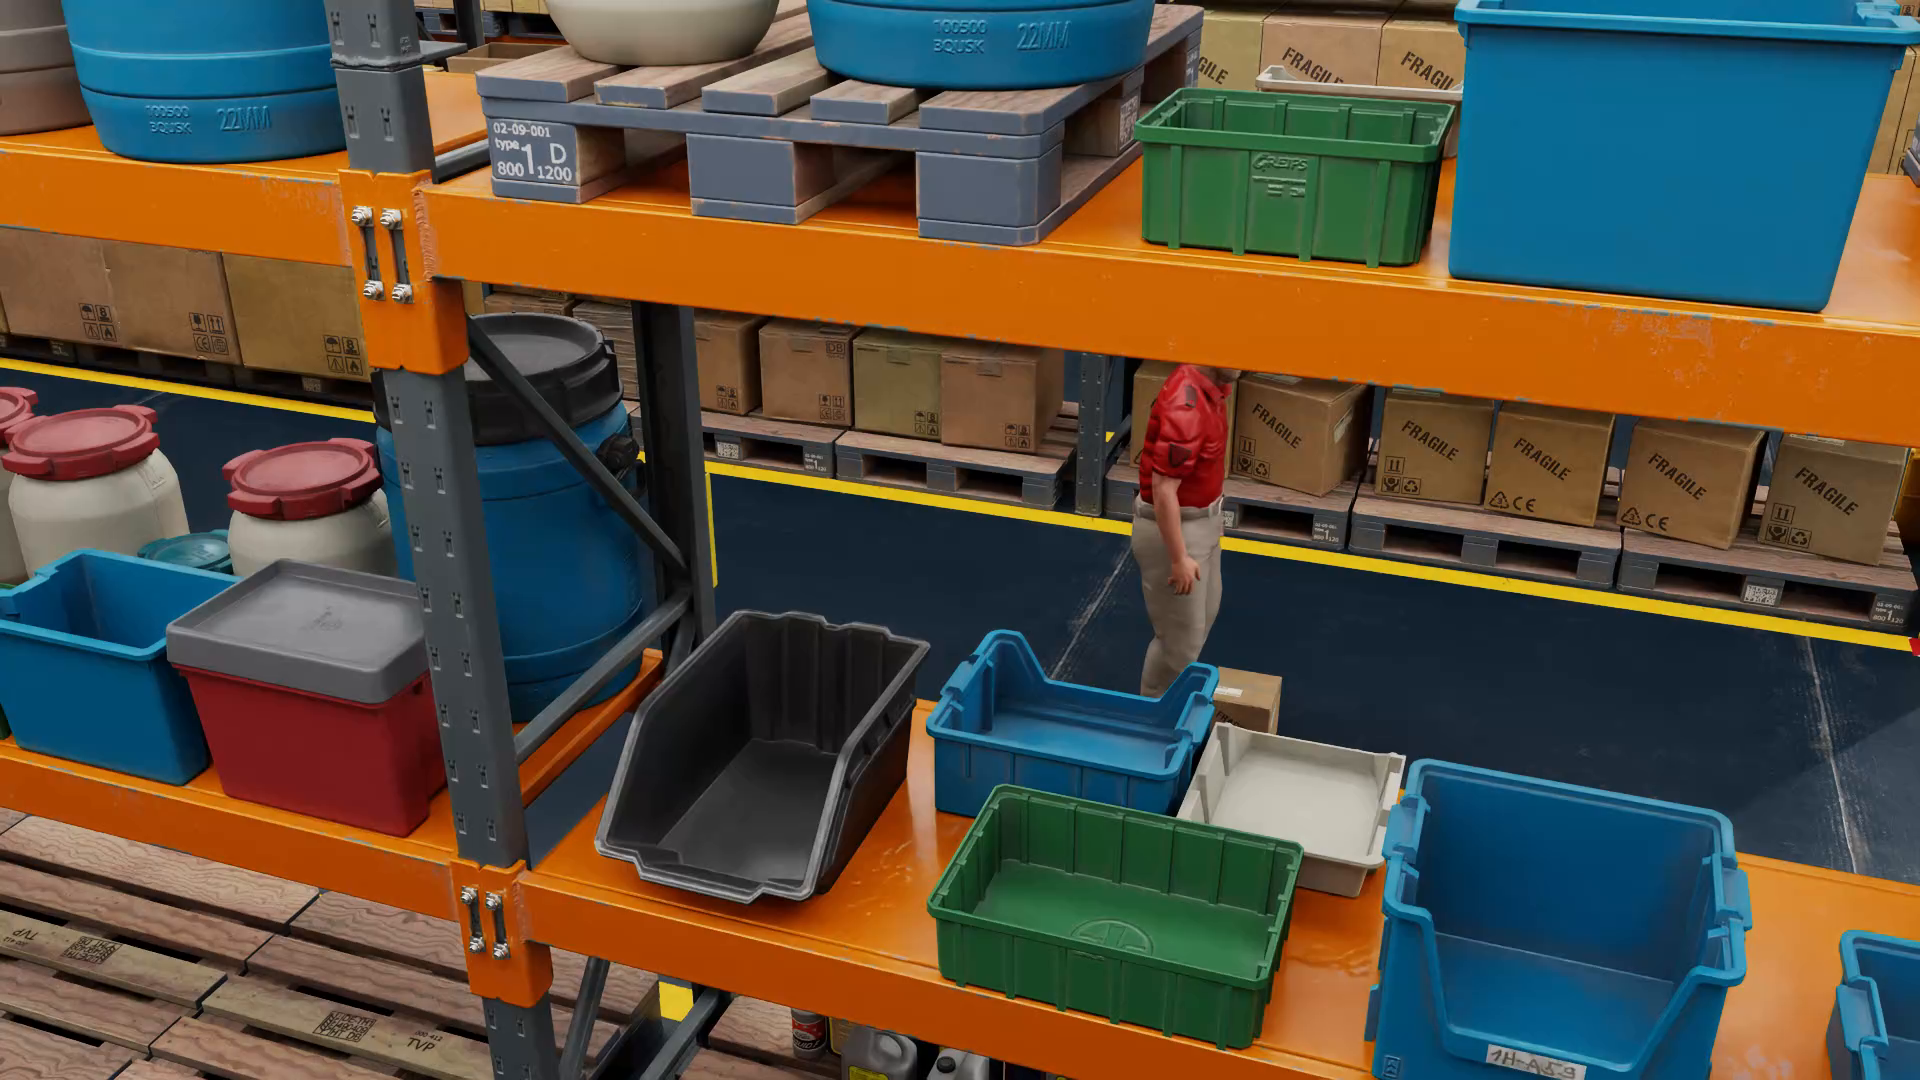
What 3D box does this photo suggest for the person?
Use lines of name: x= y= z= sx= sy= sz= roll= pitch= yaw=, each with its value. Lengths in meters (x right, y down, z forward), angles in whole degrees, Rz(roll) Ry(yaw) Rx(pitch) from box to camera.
person: x=0.849 y=-0.024 z=6.177 sx=0.391 sy=1.727 sz=0.585 roll=9 pitch=27 yaw=17
